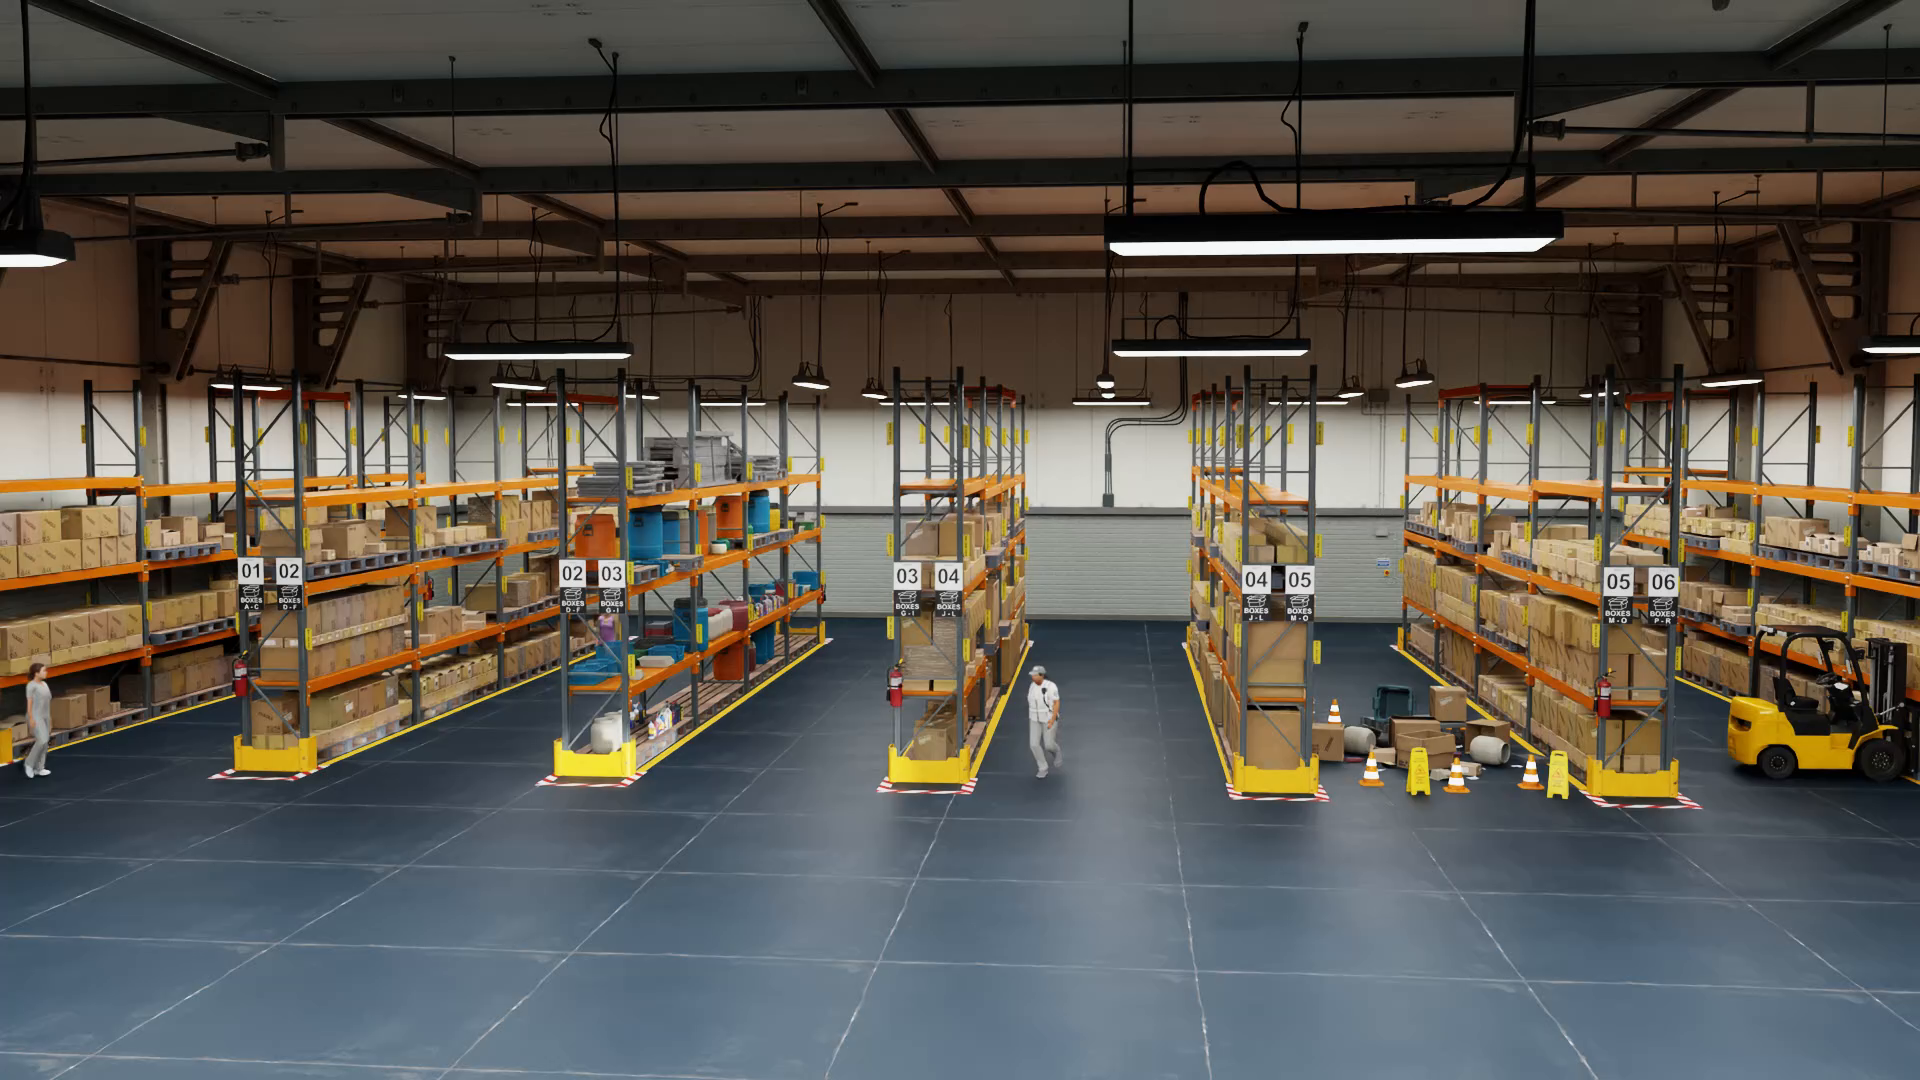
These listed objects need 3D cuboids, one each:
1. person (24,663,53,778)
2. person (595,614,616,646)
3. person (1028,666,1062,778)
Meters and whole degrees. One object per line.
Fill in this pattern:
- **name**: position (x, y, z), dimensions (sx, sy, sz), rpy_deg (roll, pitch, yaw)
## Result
- **person**: position (-13.522, 2.634, 24.432), dimensions (0.422, 1.669, 0.470), rpy_deg (0, 4, 6)
- **person**: position (-7.233, 2.142, 34.039), dimensions (0.386, 1.448, 0.899), rpy_deg (0, 4, 5)
- **person**: position (1.252, 2.670, 24.636), dimensions (0.535, 1.628, 0.576), rpy_deg (2, 4, 29)
